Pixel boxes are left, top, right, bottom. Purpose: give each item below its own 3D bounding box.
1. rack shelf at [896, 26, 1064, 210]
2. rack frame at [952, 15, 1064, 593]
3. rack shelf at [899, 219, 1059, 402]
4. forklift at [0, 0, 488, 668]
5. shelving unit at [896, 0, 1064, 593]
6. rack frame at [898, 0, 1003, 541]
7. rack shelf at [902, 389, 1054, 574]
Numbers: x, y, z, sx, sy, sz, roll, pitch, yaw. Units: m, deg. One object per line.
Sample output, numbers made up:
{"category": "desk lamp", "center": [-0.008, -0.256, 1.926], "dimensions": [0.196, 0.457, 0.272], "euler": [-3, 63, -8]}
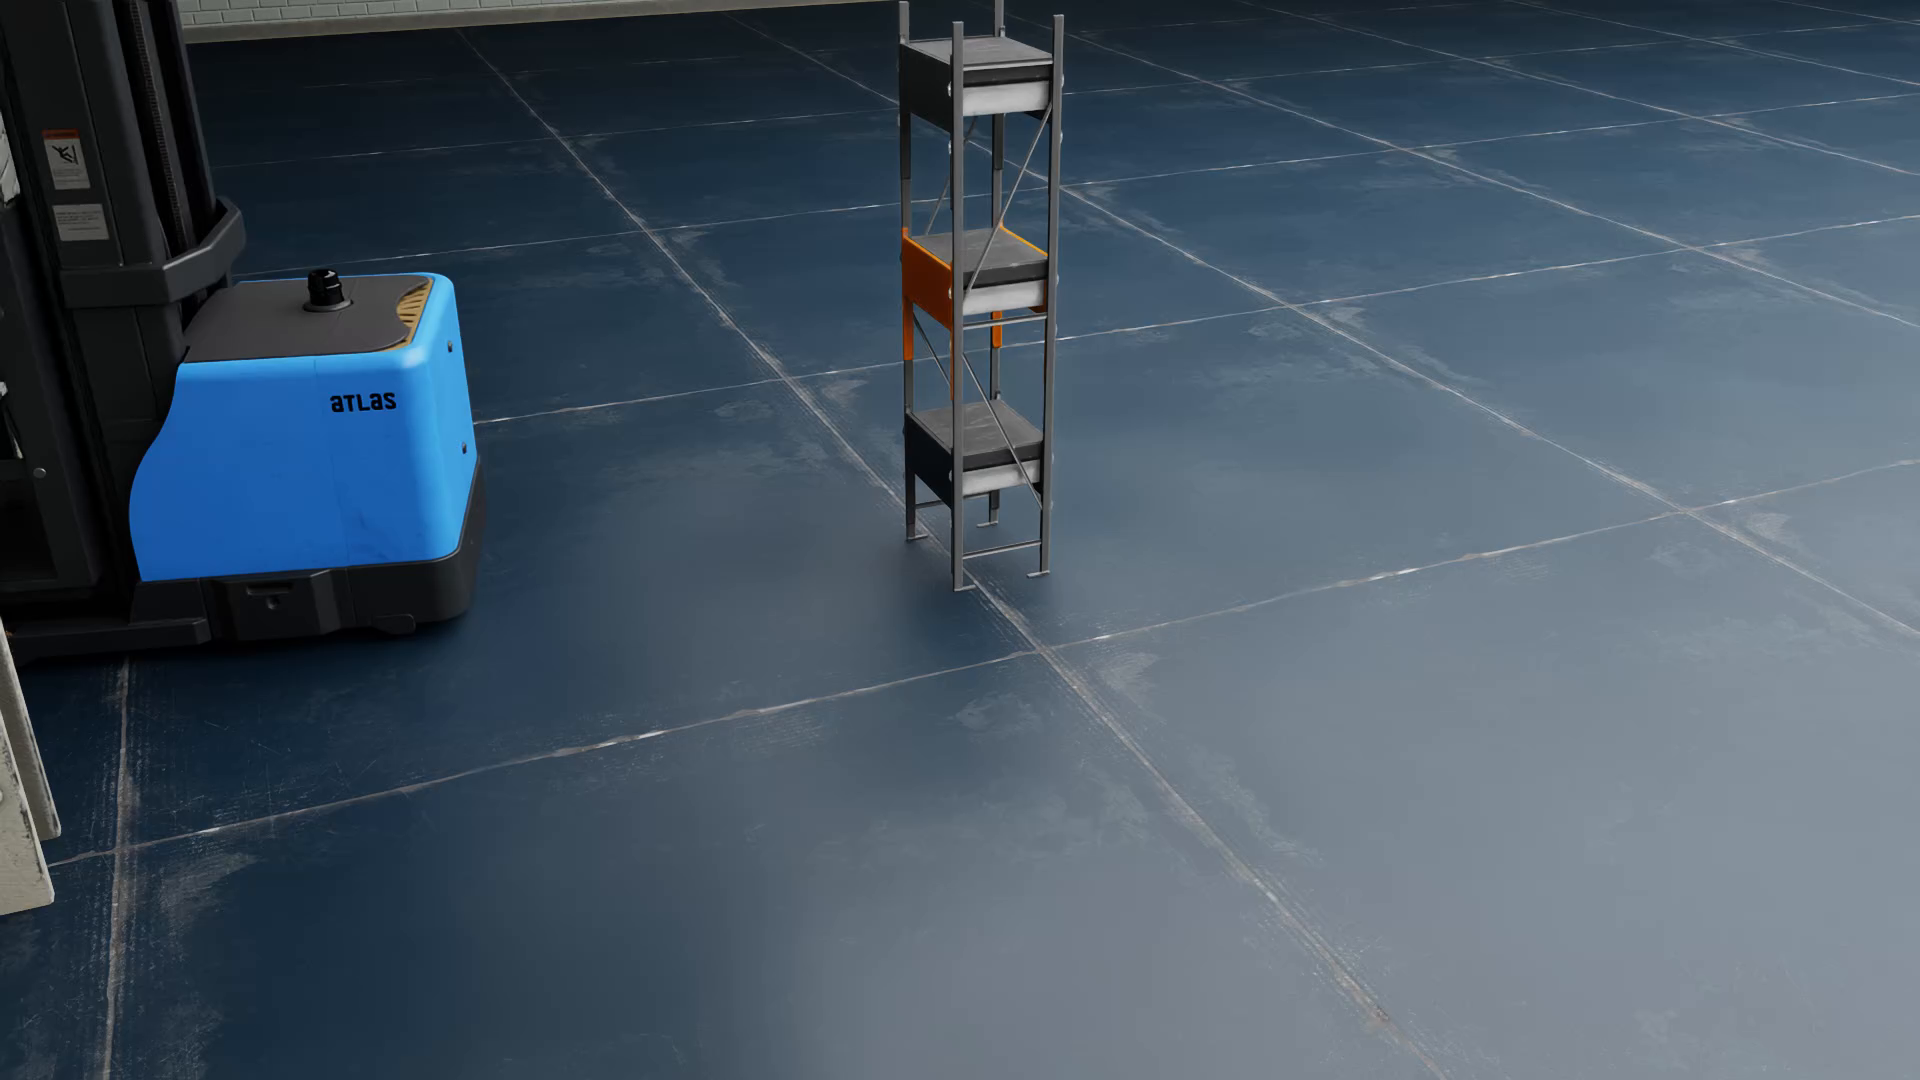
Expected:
{"category": "rack shelf", "center": [0.065, -1.493, 5.851], "dimensions": [0.431, 0.518, 0.480], "euler": [-11, 28, -21]}
{"category": "rack frame", "center": [0.160, -0.778, 5.951], "dimensions": [0.400, 2.100, 0.015], "euler": [-11, 28, -21]}
{"category": "rack shelf", "center": [0.065, -0.864, 6.158], "dimensions": [0.431, 0.518, 0.480], "euler": [-11, 28, -21]}
{"category": "forklift", "center": [-3.362, -1.080, 5.621], "dimensions": [3.031, 2.935, 1.130], "euler": [-4, 26, -9]}
{"category": "shelving unit", "center": [0.065, -0.877, 6.152], "dimensions": [0.431, 2.100, 0.503], "euler": [-11, 28, -21]}
{"category": "rack frame", "center": [-0.031, -0.975, 6.354], "dimensions": [0.400, 2.100, 0.015], "euler": [-11, 28, -21]}
{"category": "rack shelf", "center": [0.065, -0.235, 6.466], "dimensions": [0.431, 0.518, 0.480], "euler": [-11, 28, -21]}
